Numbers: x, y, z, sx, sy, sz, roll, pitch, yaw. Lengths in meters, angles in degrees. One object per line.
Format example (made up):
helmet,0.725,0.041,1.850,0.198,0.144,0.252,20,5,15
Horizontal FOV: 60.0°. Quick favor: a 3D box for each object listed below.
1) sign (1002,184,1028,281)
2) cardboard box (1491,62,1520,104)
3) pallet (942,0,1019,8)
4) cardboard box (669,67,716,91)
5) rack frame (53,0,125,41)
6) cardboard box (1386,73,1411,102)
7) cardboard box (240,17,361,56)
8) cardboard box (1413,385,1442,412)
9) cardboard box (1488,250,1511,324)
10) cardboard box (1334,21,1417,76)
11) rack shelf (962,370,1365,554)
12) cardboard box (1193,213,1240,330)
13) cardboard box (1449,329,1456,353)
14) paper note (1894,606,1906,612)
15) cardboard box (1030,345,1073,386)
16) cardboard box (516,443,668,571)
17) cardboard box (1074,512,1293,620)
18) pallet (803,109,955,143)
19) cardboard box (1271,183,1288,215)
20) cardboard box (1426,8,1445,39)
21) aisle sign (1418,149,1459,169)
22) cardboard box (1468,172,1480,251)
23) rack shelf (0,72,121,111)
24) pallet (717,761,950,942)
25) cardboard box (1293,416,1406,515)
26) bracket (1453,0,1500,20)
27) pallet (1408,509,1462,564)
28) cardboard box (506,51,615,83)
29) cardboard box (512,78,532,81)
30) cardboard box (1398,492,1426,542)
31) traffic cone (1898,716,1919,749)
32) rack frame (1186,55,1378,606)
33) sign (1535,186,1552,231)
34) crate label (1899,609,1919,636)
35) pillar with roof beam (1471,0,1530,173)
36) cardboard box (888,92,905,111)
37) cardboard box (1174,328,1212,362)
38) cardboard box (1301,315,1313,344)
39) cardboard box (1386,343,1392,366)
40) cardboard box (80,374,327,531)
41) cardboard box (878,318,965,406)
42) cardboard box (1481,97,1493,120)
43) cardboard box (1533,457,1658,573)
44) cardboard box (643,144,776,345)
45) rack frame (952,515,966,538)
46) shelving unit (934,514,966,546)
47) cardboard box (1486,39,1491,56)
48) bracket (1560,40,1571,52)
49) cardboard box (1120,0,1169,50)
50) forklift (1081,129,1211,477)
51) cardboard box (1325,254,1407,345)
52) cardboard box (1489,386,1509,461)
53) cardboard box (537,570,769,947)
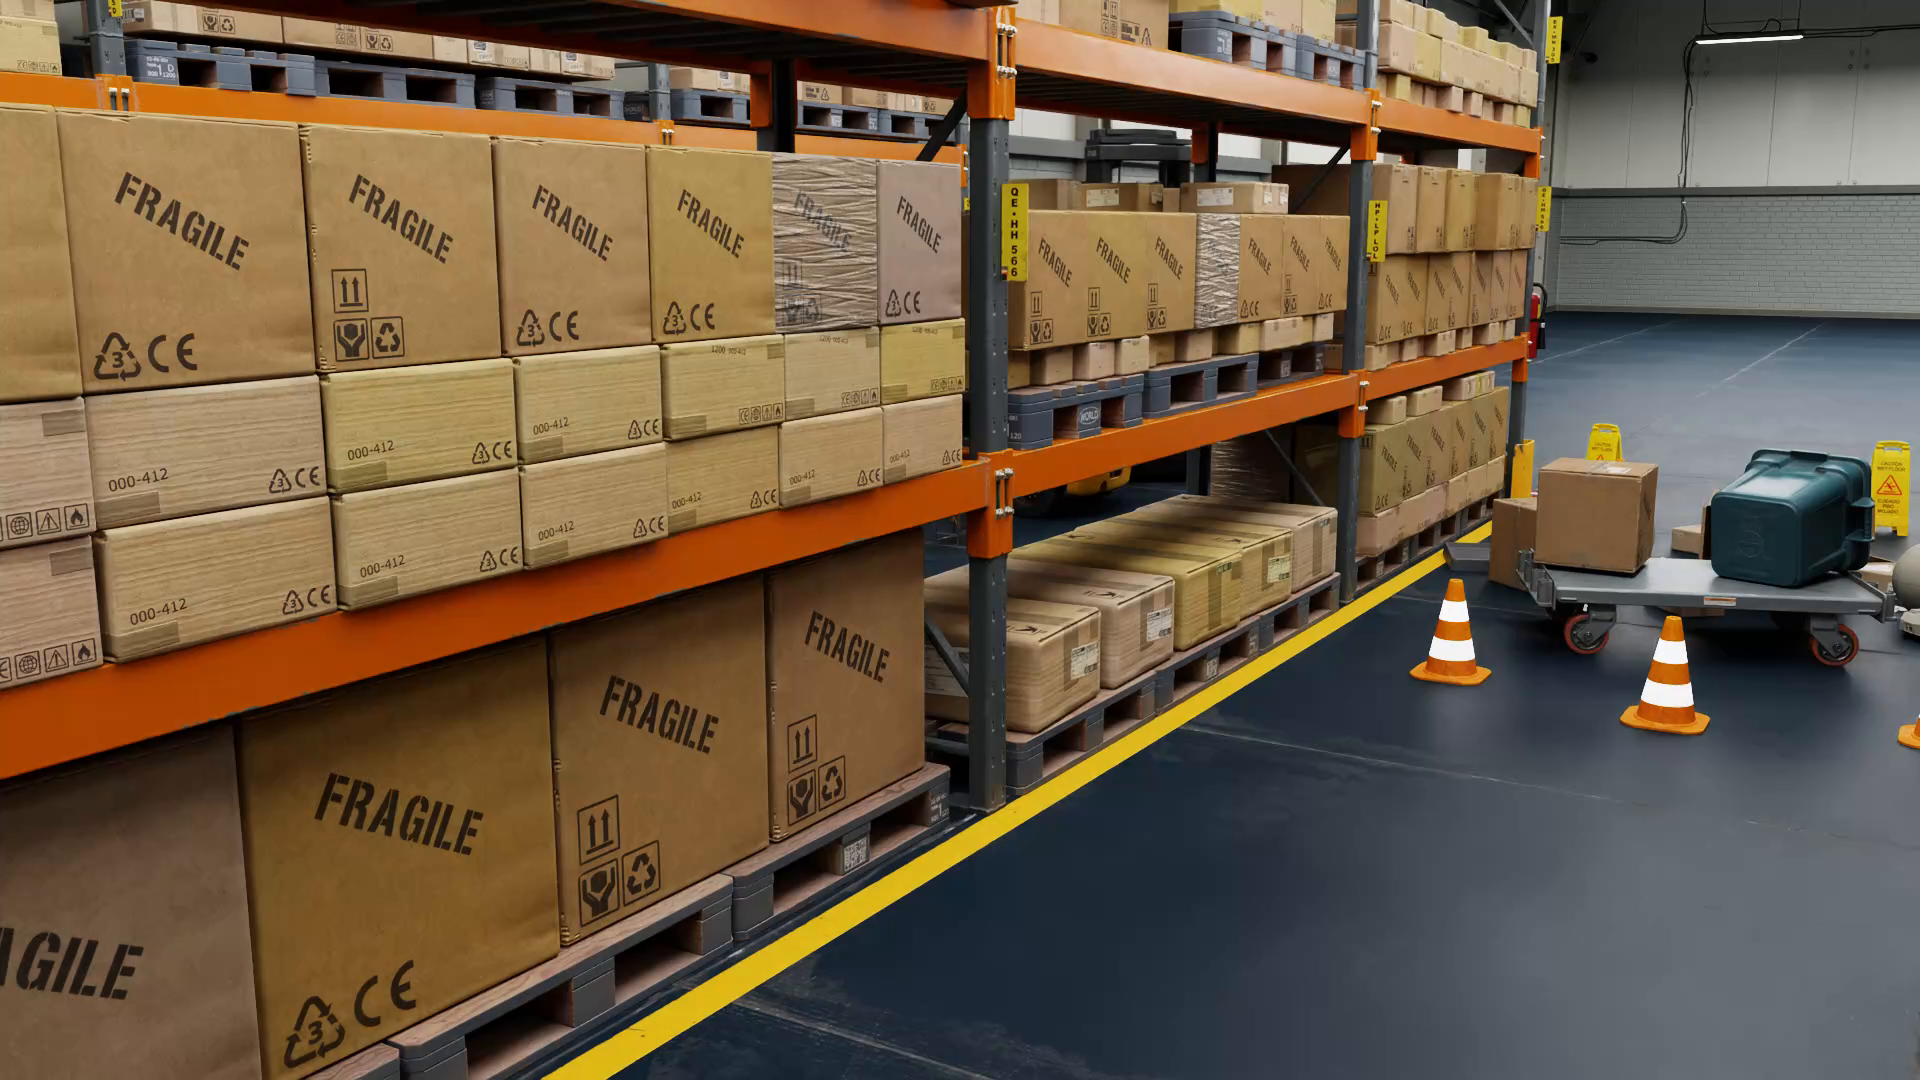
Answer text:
sign,0.187,-1.048,5.669,0.100,0.325,0.005,6,12,31
cardboard box,3.555,-3.153,11.504,0.500,0.250,0.500,6,12,30
pallet,-0.578,-1.807,5.229,1.213,0.211,1.003,7,13,33
cardboard box,-1.964,-3.282,11.867,0.380,0.149,0.250,7,13,32
rack frame,-4.533,-3.954,8.034,1.000,3.000,0.127,6,12,31
cardboard box,2.345,-2.573,9.490,0.380,0.149,0.250,6,12,31
cardboard box,-3.772,-2.964,9.212,0.700,0.500,0.500,6,12,30
cardboard box,2.844,-0.907,10.595,0.380,0.149,0.250,7,13,34
cardboard box,3.554,-1.795,11.725,0.500,0.500,0.500,6,12,31
cardboard box,2.250,-2.750,9.357,0.500,0.250,0.500,6,12,29
rack shelf,0.749,-0.492,7.802,1.077,0.370,4.000,6,12,31
cardboard box,0.943,-1.227,7.548,0.500,0.500,0.500,6,12,29
cardboard box,3.004,-1.299,10.836,0.380,0.149,0.250,6,12,30
paper note,5.212,0.371,9.324,0.155,0.023,0.172,-8,13,-38
cardboard box,0.214,-0.689,6.439,0.380,0.149,0.250,6,12,27
cardboard box,-1.097,-0.111,4.218,0.500,0.250,0.500,6,12,30
cardboard box,1.147,0.121,8.572,0.950,0.372,0.625,7,13,34
pallet,-0.769,-3.585,14.458,1.003,0.211,1.213,6,12,31
cardboard box,1.394,-1.677,8.193,0.380,0.149,0.250,6,12,29
cardboard box,2.644,-3.045,9.846,0.380,0.149,0.250,6,12,30
aisle sign,3.632,-3.107,12.748,0.394,0.787,0.004,6,12,31
cardboard box,2.962,-2.141,10.857,0.700,0.500,0.500,6,12,30
rack shelf,-5.572,-1.811,6.696,1.077,0.370,4.000,6,12,31
pallet,-0.763,0.956,5.689,1.003,0.211,1.213,6,12,31
cardboard box,2.325,-0.451,9.920,0.500,0.500,0.500,7,13,33
bracket,9.699,-10.228,31.766,0.076,0.066,4.783,6,12,31
pallet,2.739,-0.092,11.284,1.003,0.211,1.213,6,12,31
cardboard box,-2.624,-3.183,10.898,0.500,0.311,0.500,6,12,29
cardboard box,-3.065,-3.126,11.033,0.380,0.149,0.250,6,12,31
cardboard box,2.592,-0.167,10.443,0.500,0.250,0.500,7,13,34
traffic cone,4.084,0.610,6.853,0.336,0.463,0.334,6,12,31
rack frame,1.788,-1.161,9.416,1.000,3.000,0.127,6,12,31
sign,4.328,-2.458,12.341,0.100,0.325,0.005,6,12,31
crate label,5.049,0.445,8.618,0.298,0.136,0.250,-2,11,-9
pillar with roof beam,14.628,-8.552,32.594,9.100,9.000,0.548,6,12,31
cardboard box,-0.682,-3.728,13.931,0.396,0.266,0.258,6,12,31
cardboard box,0.919,-0.897,7.552,0.380,0.149,0.250,7,13,32
cardboard box,1.604,-1.096,8.615,0.380,0.149,0.250,6,12,29
cardboard box,2.312,-1.101,9.779,0.380,0.149,0.250,7,13,32
cardboard box,-1.650,-0.201,3.342,0.500,0.250,0.500,7,12,32
cardboard box,-0.323,-0.603,5.487,0.500,0.250,0.500,6,12,30
cardboard box,3.373,-2.900,11.237,0.380,0.149,0.250,6,12,30
cardboard box,3.325,-0.139,8.693,0.500,0.500,0.500,6,12,31
cardboard box,-0.857,-0.807,4.538,0.500,0.500,0.500,6,12,31
rack frame,0.036,-0.527,11.330,0.200,1.050,0.008,6,12,31
shelving unit,-0.028,-0.508,11.227,0.215,1.050,0.252,6,12,31
cardboard box,3.349,-3.300,11.206,0.380,0.149,0.250,6,12,31
bracket,14.152,-11.577,38.971,0.235,0.232,0.430,6,12,31
cardboard box,0.479,-2.299,7.066,0.797,0.503,0.637,6,12,31
forklift,1.365,-2.196,15.135,1.130,2.935,3.031,-4,11,-20
cardboard box,2.254,-1.398,9.607,0.500,0.500,0.500,6,12,31
cardboard box,3.671,-0.862,12.116,0.500,0.500,0.500,6,12,31
cardboard box,-1.185,0.547,4.928,0.875,0.875,0.875,7,12,31
